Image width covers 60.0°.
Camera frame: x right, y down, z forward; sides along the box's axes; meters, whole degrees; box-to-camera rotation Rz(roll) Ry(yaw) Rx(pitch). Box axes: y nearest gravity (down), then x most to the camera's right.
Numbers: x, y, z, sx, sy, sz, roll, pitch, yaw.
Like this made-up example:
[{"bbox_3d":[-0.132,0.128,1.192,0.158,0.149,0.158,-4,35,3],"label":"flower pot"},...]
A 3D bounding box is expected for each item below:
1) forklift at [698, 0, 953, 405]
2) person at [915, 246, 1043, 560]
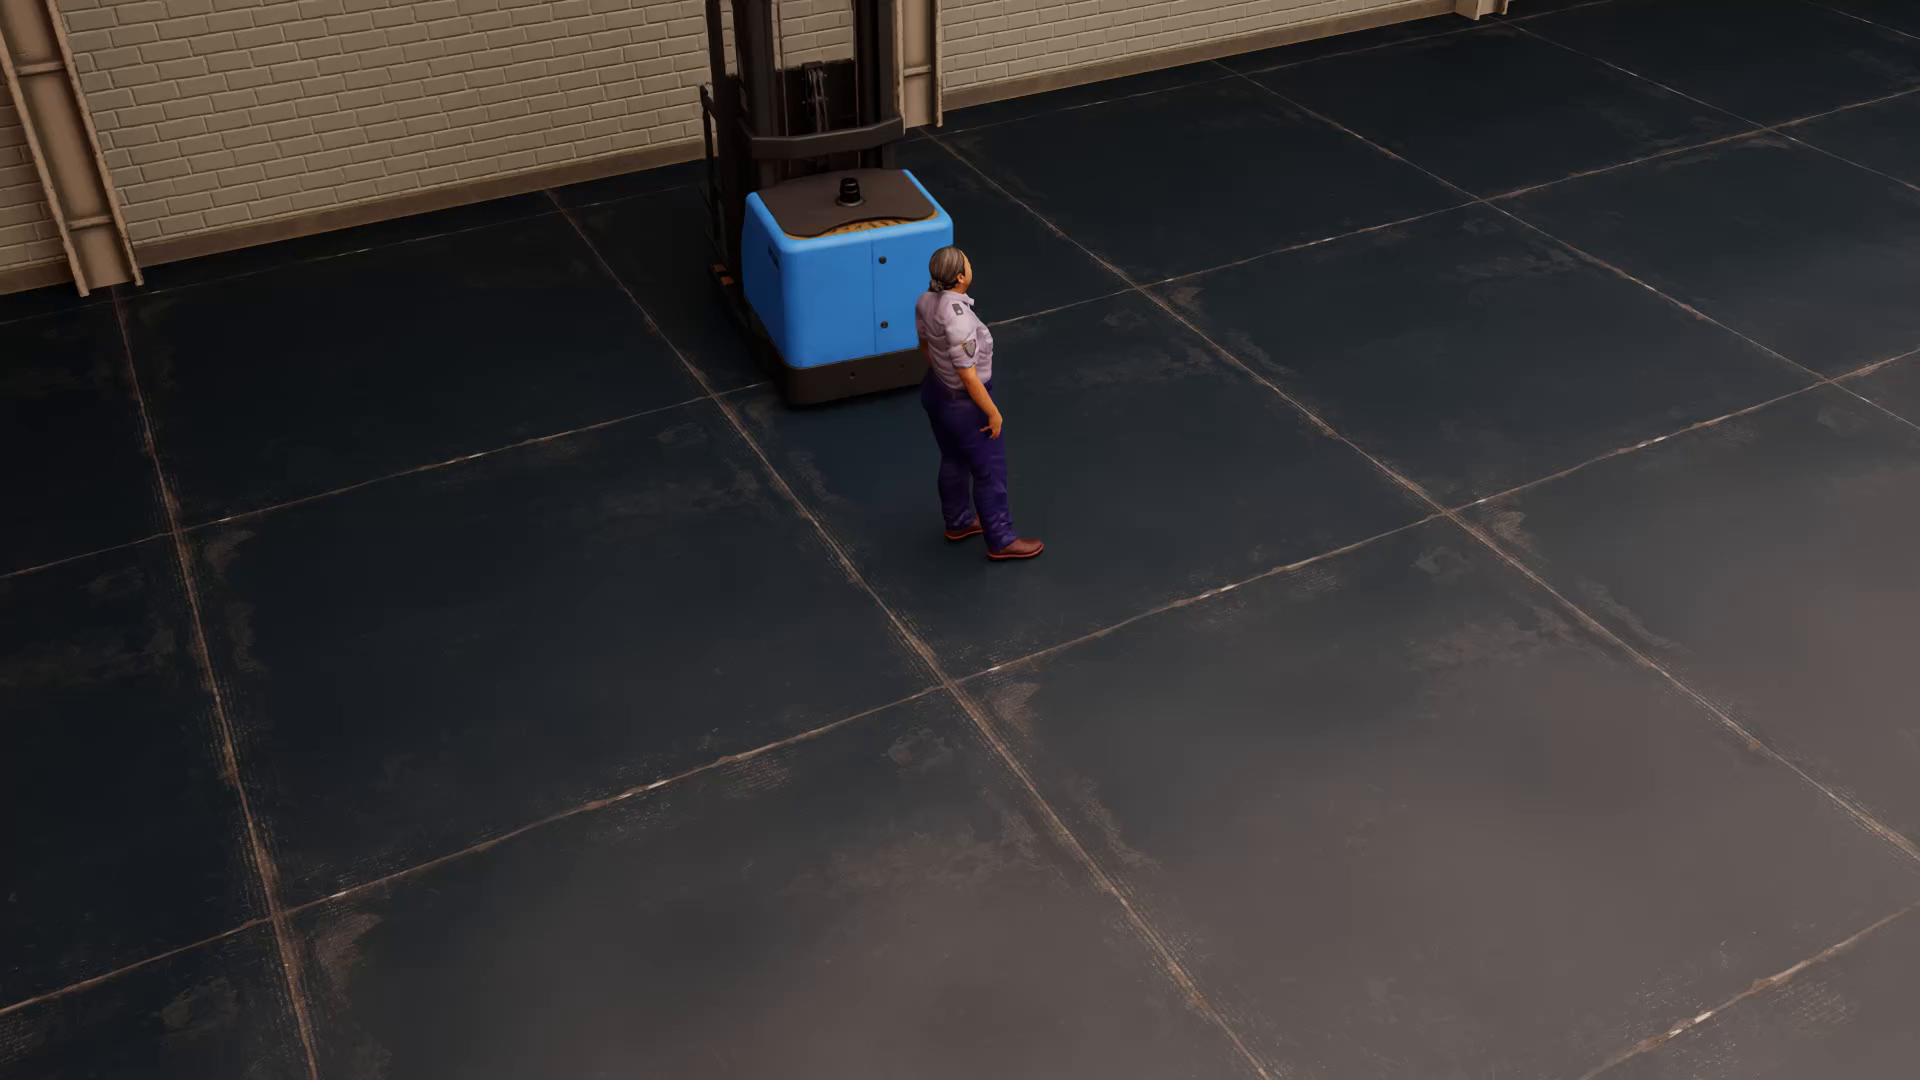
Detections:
[{"bbox_3d":[-1.021,-2.827,10.122,1.130,2.935,3.031,-12,37,-17],"label":"forklift"},{"bbox_3d":[0.090,-0.691,8.201,0.502,1.651,0.598,-17,39,-23],"label":"person"}]
